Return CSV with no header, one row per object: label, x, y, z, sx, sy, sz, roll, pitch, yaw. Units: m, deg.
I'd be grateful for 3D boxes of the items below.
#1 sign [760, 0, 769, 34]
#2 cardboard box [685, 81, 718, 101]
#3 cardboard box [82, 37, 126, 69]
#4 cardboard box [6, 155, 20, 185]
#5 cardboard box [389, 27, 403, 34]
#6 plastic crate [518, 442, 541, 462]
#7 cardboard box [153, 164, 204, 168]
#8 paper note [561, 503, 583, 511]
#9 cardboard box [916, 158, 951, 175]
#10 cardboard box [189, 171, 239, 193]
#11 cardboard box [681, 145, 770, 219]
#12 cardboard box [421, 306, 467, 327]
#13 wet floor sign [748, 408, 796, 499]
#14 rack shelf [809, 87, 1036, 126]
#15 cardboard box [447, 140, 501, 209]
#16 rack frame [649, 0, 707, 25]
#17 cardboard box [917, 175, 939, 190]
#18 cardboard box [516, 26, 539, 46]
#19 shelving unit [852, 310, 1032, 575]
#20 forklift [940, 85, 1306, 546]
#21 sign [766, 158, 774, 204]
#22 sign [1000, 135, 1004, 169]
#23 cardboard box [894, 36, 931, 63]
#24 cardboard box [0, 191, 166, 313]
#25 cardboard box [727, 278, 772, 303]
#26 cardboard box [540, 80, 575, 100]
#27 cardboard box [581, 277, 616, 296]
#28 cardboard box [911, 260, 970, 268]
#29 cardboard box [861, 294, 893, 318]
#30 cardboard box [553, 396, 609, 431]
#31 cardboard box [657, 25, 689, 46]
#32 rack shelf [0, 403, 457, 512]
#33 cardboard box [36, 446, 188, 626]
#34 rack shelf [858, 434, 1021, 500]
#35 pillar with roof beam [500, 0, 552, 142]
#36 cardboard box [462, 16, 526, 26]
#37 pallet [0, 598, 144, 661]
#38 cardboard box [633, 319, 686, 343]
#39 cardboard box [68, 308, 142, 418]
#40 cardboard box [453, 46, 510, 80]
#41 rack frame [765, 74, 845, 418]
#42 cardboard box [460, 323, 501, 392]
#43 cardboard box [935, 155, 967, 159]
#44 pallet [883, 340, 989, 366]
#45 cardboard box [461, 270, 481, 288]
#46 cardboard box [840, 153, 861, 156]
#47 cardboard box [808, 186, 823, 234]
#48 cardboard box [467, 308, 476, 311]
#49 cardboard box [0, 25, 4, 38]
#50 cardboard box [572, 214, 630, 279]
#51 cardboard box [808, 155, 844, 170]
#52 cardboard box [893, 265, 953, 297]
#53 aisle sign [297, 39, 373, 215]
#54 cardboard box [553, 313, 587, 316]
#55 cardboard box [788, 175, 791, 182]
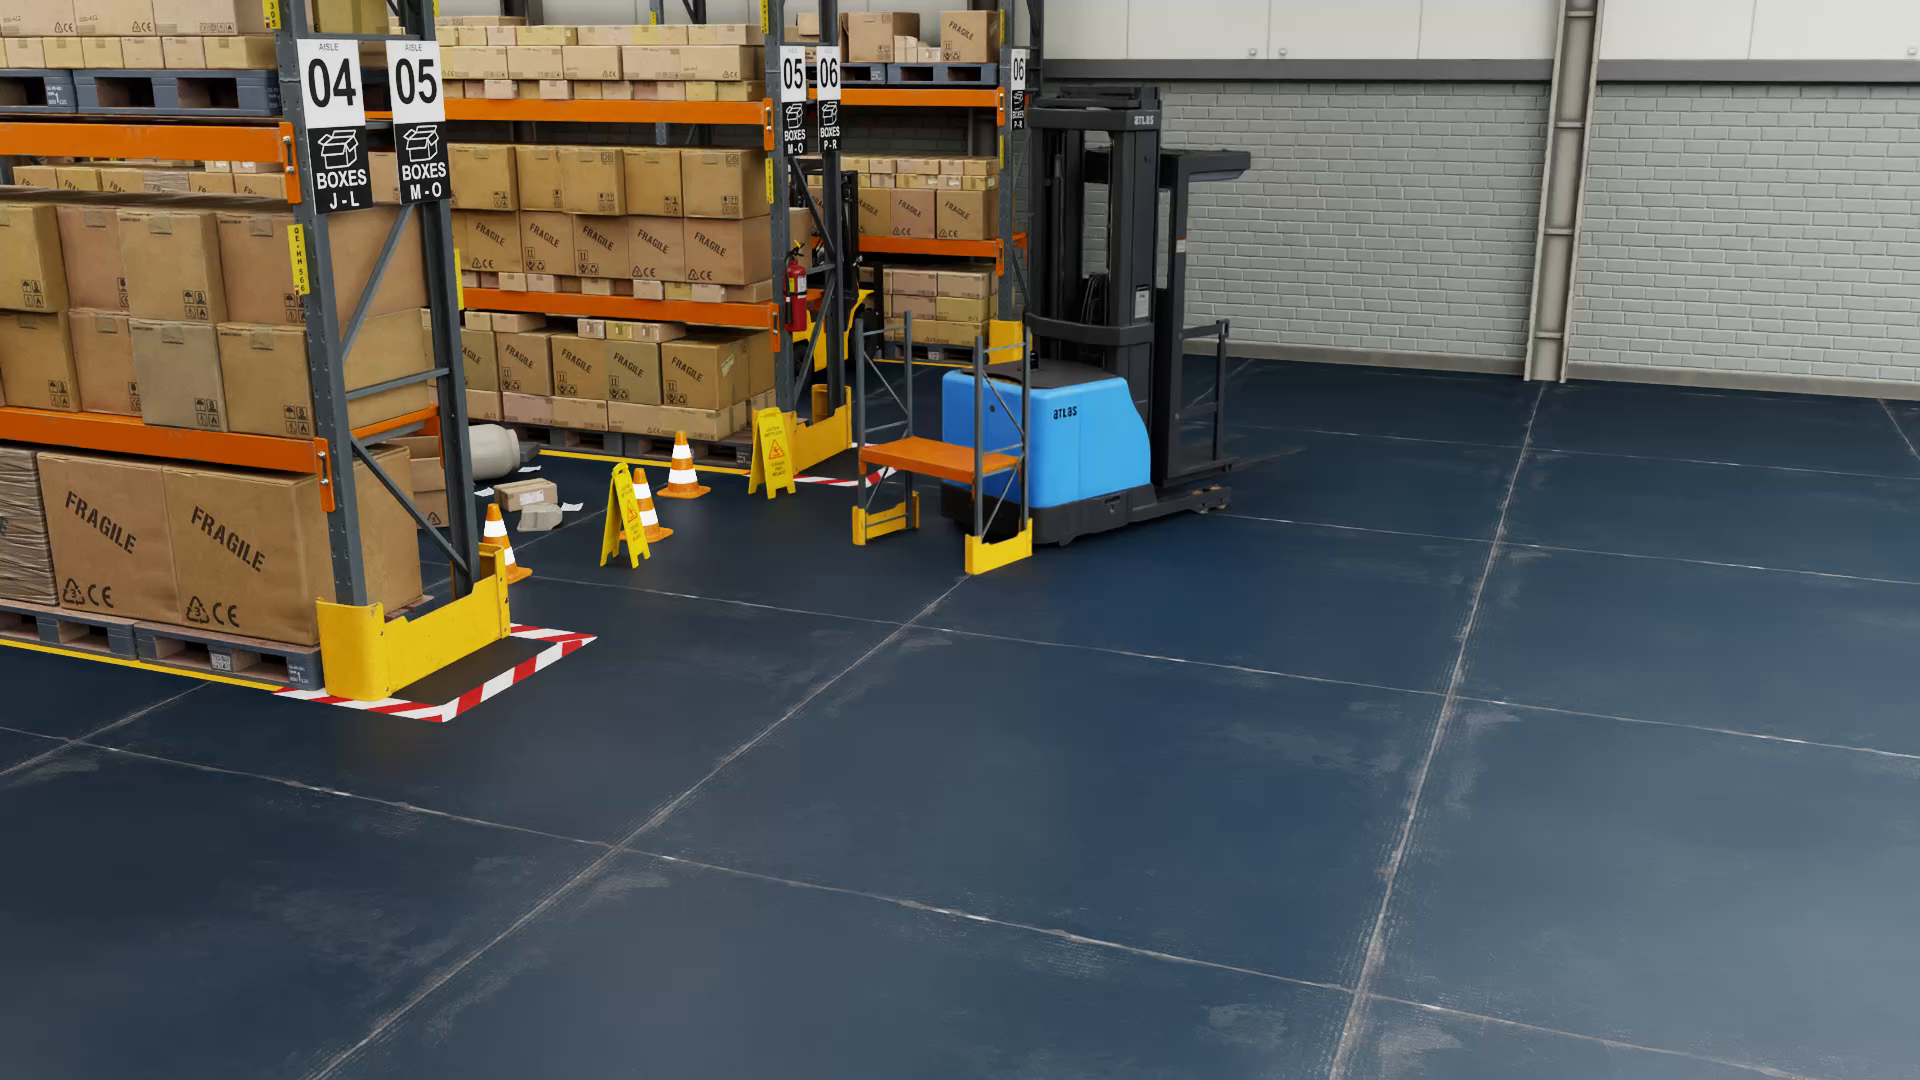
sign,-1.406,-3.810,11.949,0.005,0.325,0.100,6,17,21
cardboard box,-1.862,-3.387,12.530,0.250,0.149,0.380,6,17,21
cardboard box,-4.048,-2.386,8.149,0.250,0.149,0.380,6,17,21
cardboard box,-9.203,-3.418,15.593,0.500,0.500,0.500,6,17,19
cardboard box,-4.479,-4.062,13.426,0.250,0.149,0.380,7,18,22
plastic crate,-3.745,-0.720,13.510,0.583,0.080,0.402,0,16,1
cardboard box,-7.146,-3.221,15.423,0.500,0.500,0.500,5,17,17
paper note,-2.793,-0.241,11.948,0.142,0.019,0.148,0,16,1
cardboard box,-0.271,-3.895,17.334,0.250,0.149,0.380,7,17,22
cardboard box,-6.358,-2.980,14.593,0.500,0.500,0.500,7,18,23
cardboard box,-1.739,-2.753,12.769,0.500,0.500,0.700,6,17,19
cardboard box,-4.361,-1.889,13.972,0.250,0.149,0.380,7,17,21
wet floor sign,-1.400,-0.659,12.285,0.232,0.644,0.267,14,21,40
rack shelf,-1.226,-4.674,17.802,4.000,0.370,1.077,6,17,21
cardboard box,-4.108,-3.007,13.646,0.500,0.500,0.700,6,17,21
rack frame,-3.087,-6.664,17.988,0.127,3.000,1.000,6,17,21
cardboard box,-0.259,-3.757,17.392,0.250,0.149,0.380,7,17,22
cardboard box,-3.255,-3.944,13.018,0.250,0.149,0.380,7,17,22
shelving unit,-0.124,-0.658,10.751,1.083,1.500,0.587,14,21,39
forklift,1.306,-1.688,11.730,3.031,2.935,1.130,-14,21,-39
sign,-1.406,-2.652,12.285,0.005,0.325,0.100,6,17,21
sign,0.422,-3.904,16.741,0.005,0.325,0.100,6,17,21
cardboard box,-0.484,-5.031,17.053,0.258,0.266,0.396,6,17,21
cardboard box,-4.794,-1.576,9.016,0.500,0.550,0.875,6,17,21
cardboard box,-1.610,-1.948,12.955,0.250,0.149,0.380,7,18,22
cardboard box,-3.063,-3.516,12.973,0.250,0.149,0.380,6,17,20
cardboard box,-2.826,-2.061,13.343,0.250,0.149,0.380,6,17,20
cardboard box,-0.210,-2.884,18.112,0.500,0.250,0.500,6,17,21
cardboard box,-0.884,-2.565,17.912,0.500,0.250,0.500,6,17,19
cardboard box,-3.002,-1.087,13.718,0.500,0.250,0.500,6,17,19
cardboard box,-2.077,-3.805,12.539,0.250,0.149,0.380,6,17,20
rack shelf,-4.766,-0.651,9.327,4.000,0.370,1.077,6,17,21
cardboard box,-4.380,-0.115,9.247,0.875,0.875,0.875,6,17,20
rack shelf,-0.117,-0.484,10.796,1.000,0.185,0.538,14,21,39
pillar with roof beam,-6.844,-6.057,15.897,0.400,9.000,9.100,6,17,21
cardboard box,-5.277,-5.689,18.898,0.500,0.500,0.500,7,17,22
pallet,-4.809,0.360,9.554,1.213,0.211,1.003,6,17,21
cardboard box,-2.391,-1.673,13.228,0.250,0.149,0.380,7,18,22
cardboard box,-4.262,-1.031,9.075,0.550,0.550,0.875,6,17,21
cardboard box,-3.651,-3.786,13.189,0.500,0.250,0.500,6,17,21
rack frame,-1.184,-2.086,12.979,0.127,3.000,1.000,6,17,21
cardboard box,-3.953,-1.555,13.982,0.500,0.500,0.500,7,18,23
cardboard box,-0.082,-4.025,17.781,0.250,0.149,0.380,7,17,22
pallet,-0.093,-2.102,18.036,1.213,0.211,1.003,6,17,21
cardboard box,-4.000,-2.193,13.799,0.250,0.149,0.380,7,18,22
cardboard box,-1.276,-4.158,18.239,0.250,0.149,0.380,7,18,22
cardboard box,-1.348,-3.561,17.879,0.500,0.500,0.500,6,17,21
cardboard box,-4.256,-1.746,14.640,0.500,0.500,0.500,6,17,20
cardboard box,-4.864,-2.685,8.466,0.500,0.250,0.500,6,17,21
cardboard box,-2.718,-2.366,13.229,0.500,0.500,0.500,6,17,20
cardboard box,-1.433,-4.044,17.846,0.250,0.149,0.380,6,17,21
cardboard box,-0.386,-2.752,17.659,0.500,0.250,0.500,7,17,22
aisle sign,-2.950,-1.955,7.866,0.004,0.787,0.394,6,17,21
cardboard box,-4.296,-2.976,19.551,0.625,0.625,0.875,6,17,20
cardboard box,-1.707,-3.903,17.896,0.250,0.149,0.380,6,17,19
